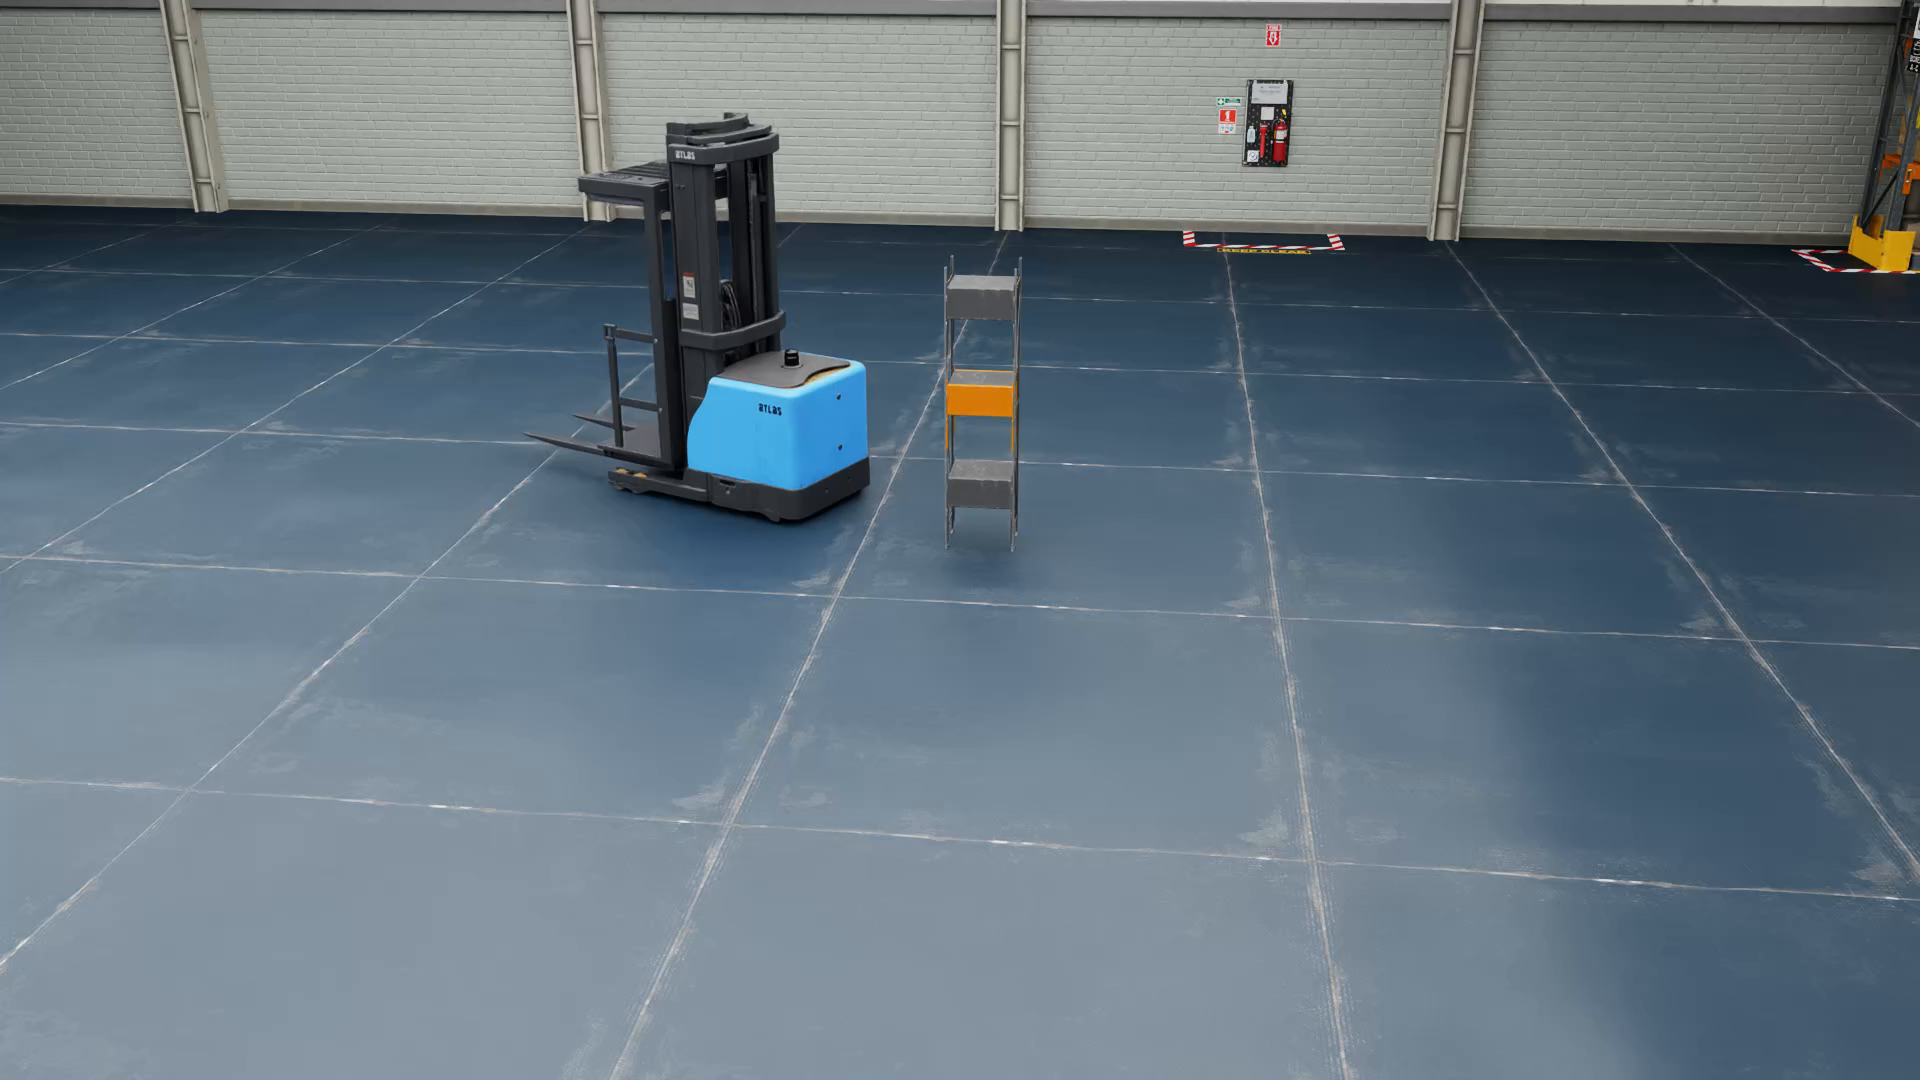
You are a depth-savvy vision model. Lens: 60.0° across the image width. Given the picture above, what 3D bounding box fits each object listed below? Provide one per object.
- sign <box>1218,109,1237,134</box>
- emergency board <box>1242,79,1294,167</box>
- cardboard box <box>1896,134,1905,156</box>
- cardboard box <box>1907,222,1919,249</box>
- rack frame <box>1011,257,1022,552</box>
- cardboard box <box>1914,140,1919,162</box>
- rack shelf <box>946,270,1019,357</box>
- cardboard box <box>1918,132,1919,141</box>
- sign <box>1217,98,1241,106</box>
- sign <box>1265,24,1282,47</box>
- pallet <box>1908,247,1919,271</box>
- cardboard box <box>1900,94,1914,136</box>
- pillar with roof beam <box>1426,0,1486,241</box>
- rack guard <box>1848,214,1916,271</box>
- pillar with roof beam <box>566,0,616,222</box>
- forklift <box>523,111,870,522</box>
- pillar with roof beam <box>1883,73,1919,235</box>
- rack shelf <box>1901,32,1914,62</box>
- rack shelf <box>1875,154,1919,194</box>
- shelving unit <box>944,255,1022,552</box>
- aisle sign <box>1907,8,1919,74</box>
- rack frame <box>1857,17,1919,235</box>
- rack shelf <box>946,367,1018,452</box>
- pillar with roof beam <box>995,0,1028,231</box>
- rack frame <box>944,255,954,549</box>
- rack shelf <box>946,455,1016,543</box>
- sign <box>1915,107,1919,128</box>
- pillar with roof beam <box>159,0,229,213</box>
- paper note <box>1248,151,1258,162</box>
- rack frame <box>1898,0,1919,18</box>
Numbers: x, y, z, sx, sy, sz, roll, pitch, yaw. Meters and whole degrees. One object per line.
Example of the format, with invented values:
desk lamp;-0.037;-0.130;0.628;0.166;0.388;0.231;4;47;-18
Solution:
sign;3.679;-5.757;22.874;0.234;0.329;0.001;2;22;6
emergency board;4.216;-5.679;22.725;0.643;1.169;0.194;2;22;6
cardboard box;12.314;-5.003;21.192;0.500;0.250;0.500;3;22;7
cardboard box;12.503;-3.905;21.295;0.500;0.311;0.500;0;22;0
rack frame;0.407;-0.959;12.009;0.015;2.100;0.400;2;22;6
cardboard box;12.274;-4.816;20.718;0.500;0.250;0.500;2;22;5
rack shelf;0.164;-1.608;11.783;0.480;0.518;0.431;2;22;6
cardboard box;12.265;-5.171;20.597;0.500;0.500;0.500;3;22;6
sign;3.682;-6.000;22.768;0.331;0.109;0.001;2;22;6
sign;4.219;-6.794;22.392;0.199;0.298;0.001;2;22;6
pallet;12.705;-3.665;21.423;1.213;0.211;1.003;2;22;6
cardboard box;12.320;-5.359;21.071;0.500;0.500;0.500;2;22;6
pillar with roof beam;6.159;-6.777;17.341;0.400;9.000;9.100;2;22;6
rack guard;11.902;-3.848;21.492;0.348;0.500;1.175;2;22;6
pillar with roof beam;-5.758;-7.296;18.654;0.400;9.000;9.100;2;22;6
forklift;-2.253;-1.885;13.222;3.031;2.935;1.130;12;25;29
pillar with roof beam;12.117;-6.517;16.684;0.400;9.000;9.100;2;22;6
rack shelf;13.813;-5.987;20.403;4.000;0.370;1.077;2;22;6
rack shelf;13.813;-4.592;20.954;4.000;0.370;1.077;2;22;6
shelving unit;0.164;-0.969;12.036;0.503;2.100;0.431;2;22;6
aisle sign;11.720;-6.116;20.294;0.004;0.787;0.394;2;22;6
rack frame;11.827;-5.013;21.041;0.127;3.000;1.000;2;22;6
rack shelf;0.164;-0.957;12.041;0.480;0.518;0.431;2;22;6
pillar with roof beam;0.200;-7.036;17.998;0.400;9.000;9.100;2;22;6
rack frame;-0.078;-0.980;12.062;0.015;2.100;0.400;2;22;6
rack shelf;0.164;-0.306;12.298;0.480;0.518;0.431;2;22;6
sign;11.763;-5.218;20.380;0.005;0.325;0.100;2;22;6
pillar with roof beam;-11.716;-7.555;19.311;0.400;9.000;9.100;2;22;6
paper note;4.048;-5.302;22.970;0.142;0.148;0.016;2;22;6
rack frame;11.827;-7.803;19.938;0.127;3.000;1.000;2;22;6
